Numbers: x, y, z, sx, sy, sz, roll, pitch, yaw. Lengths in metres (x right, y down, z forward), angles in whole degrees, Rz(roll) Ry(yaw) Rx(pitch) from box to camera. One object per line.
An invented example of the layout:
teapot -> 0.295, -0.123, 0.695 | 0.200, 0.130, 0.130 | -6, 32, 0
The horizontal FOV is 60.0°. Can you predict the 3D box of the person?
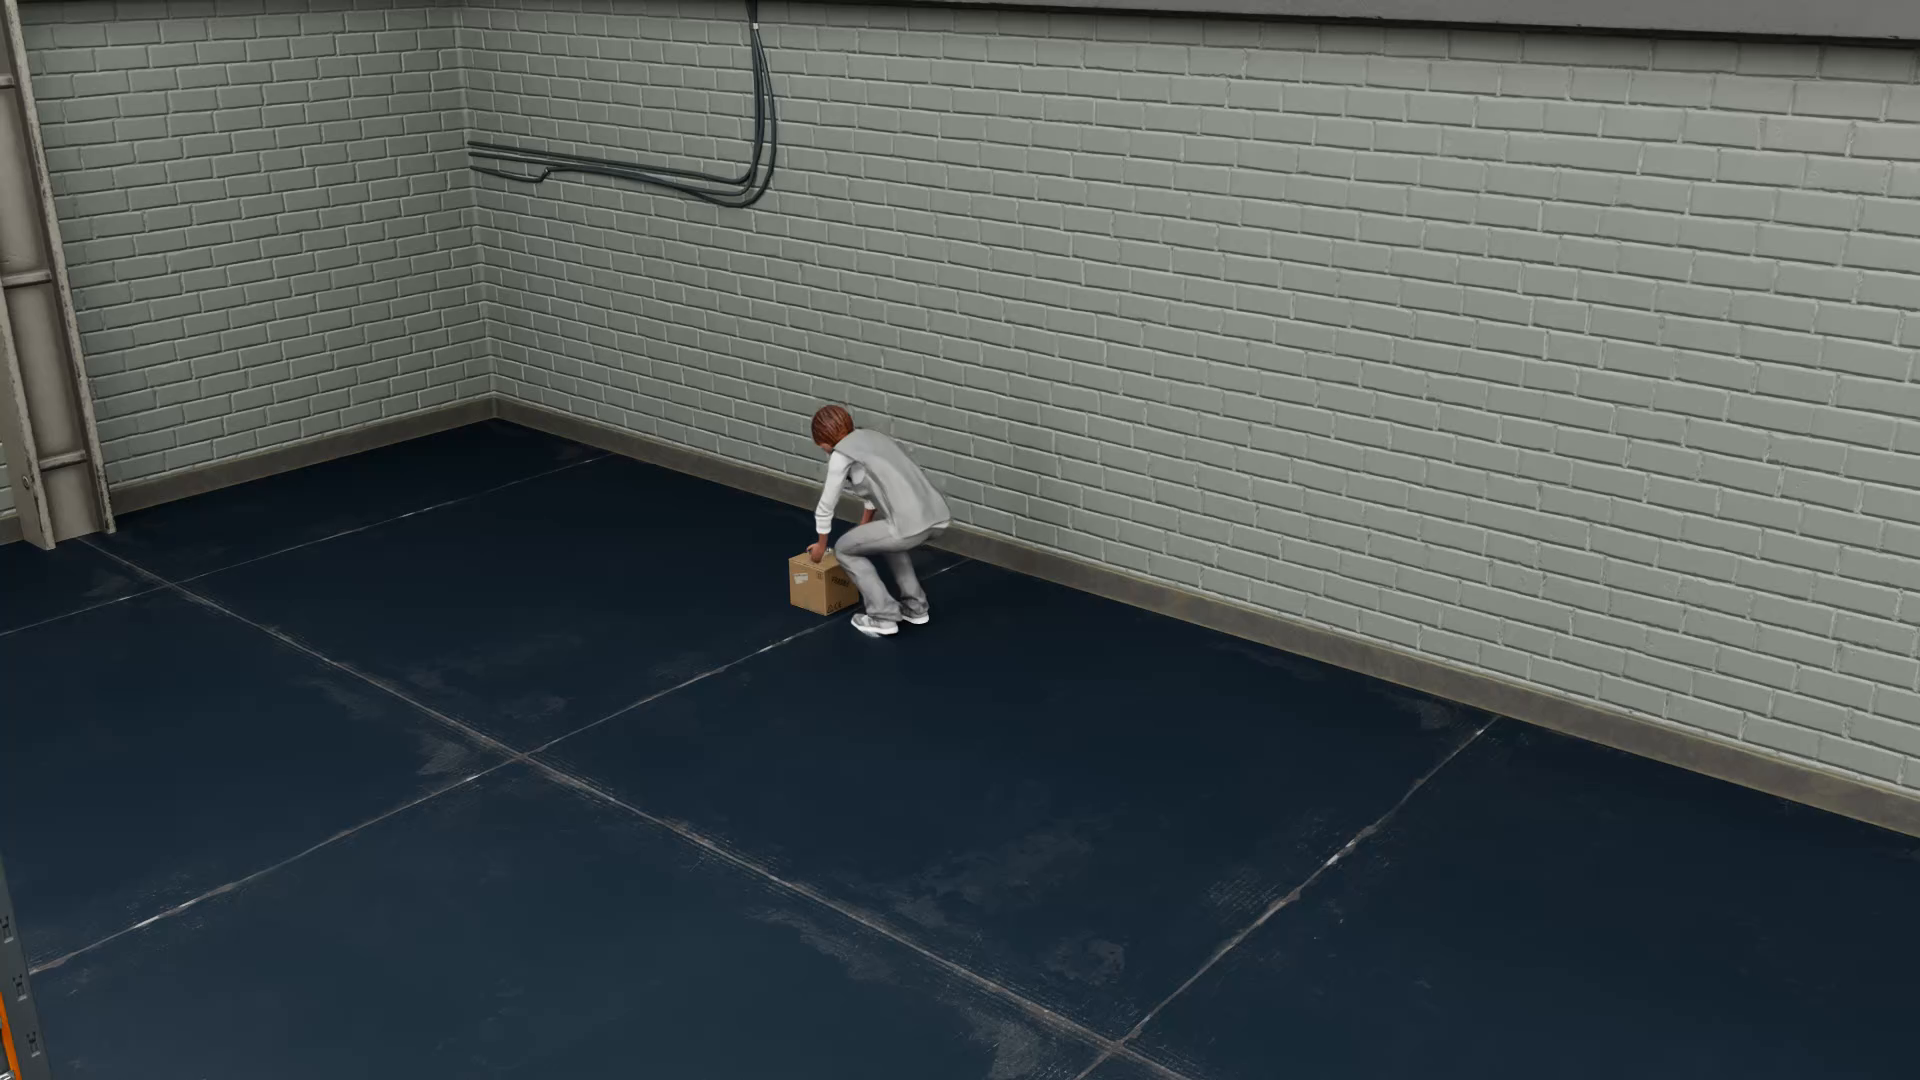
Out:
person -> -0.406, -0.079, 8.072 | 0.754, 1.061, 0.461 | 16, 26, 36
